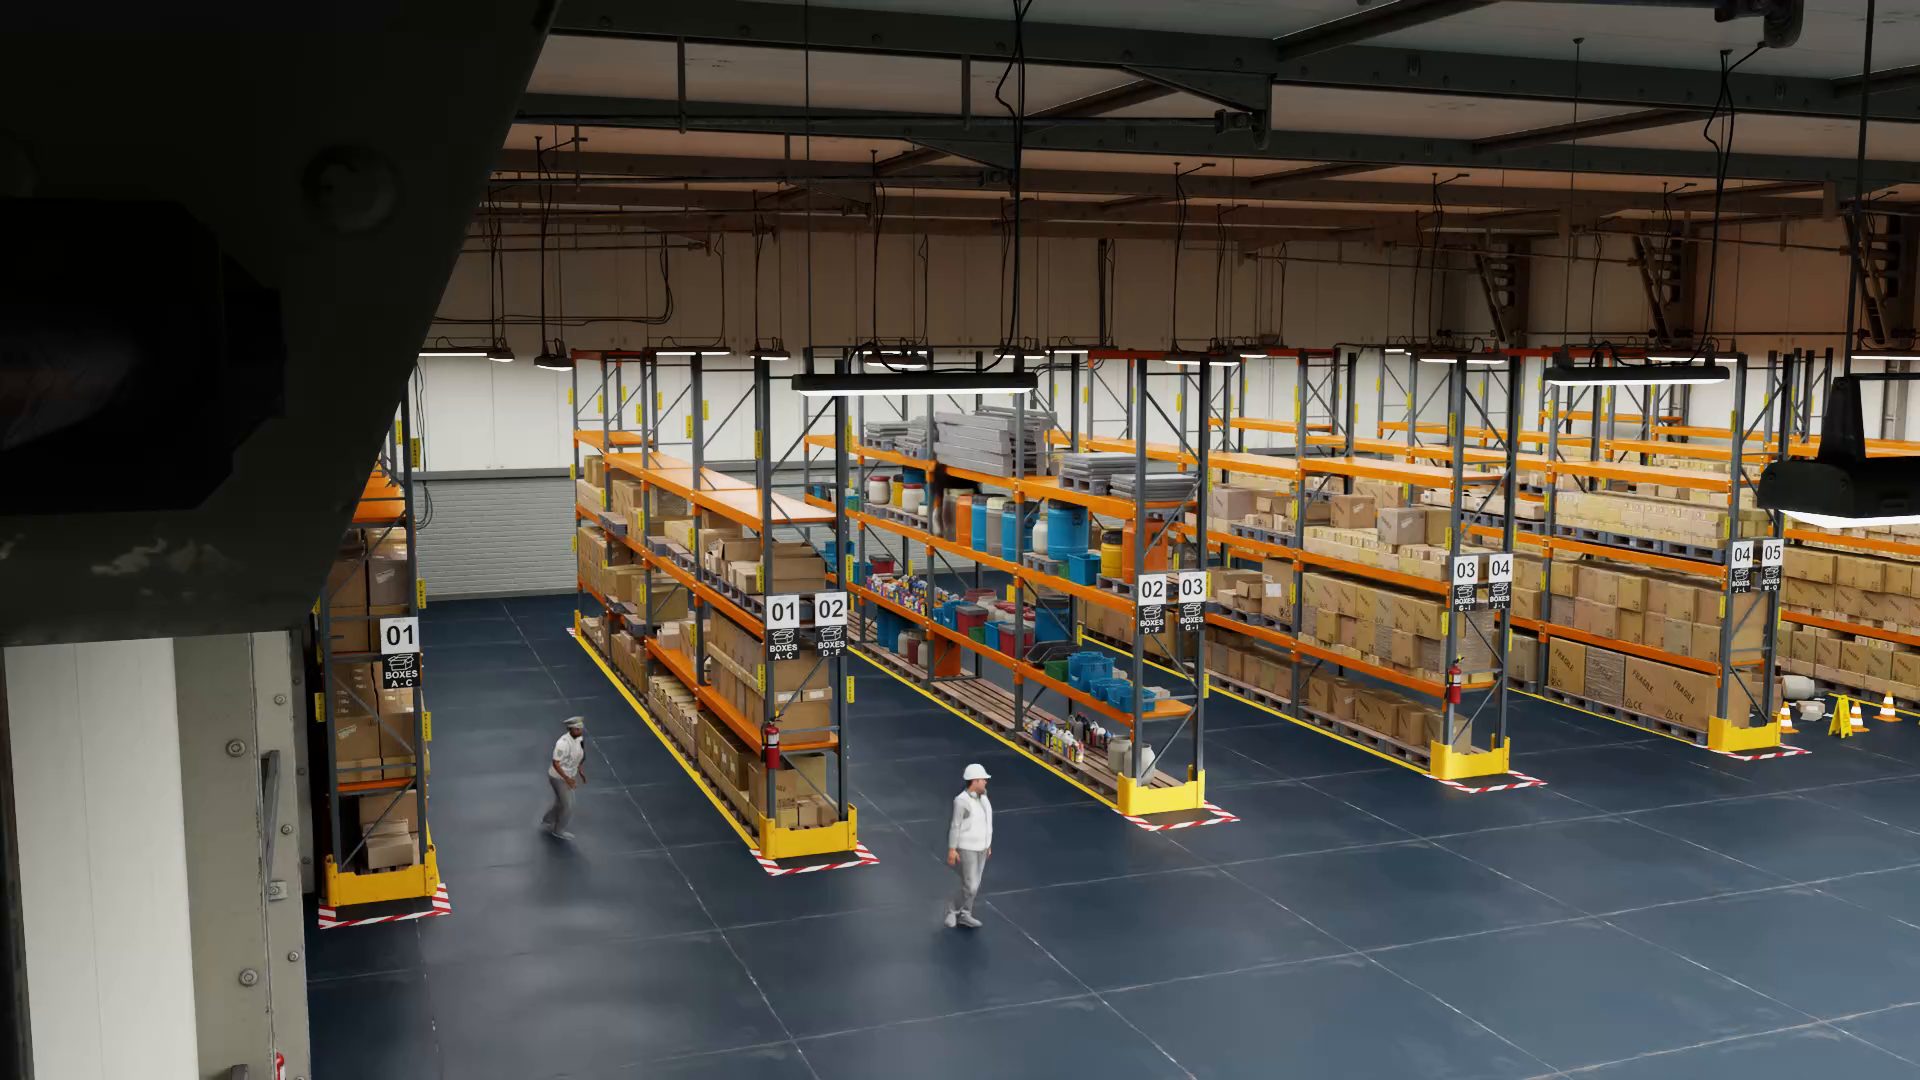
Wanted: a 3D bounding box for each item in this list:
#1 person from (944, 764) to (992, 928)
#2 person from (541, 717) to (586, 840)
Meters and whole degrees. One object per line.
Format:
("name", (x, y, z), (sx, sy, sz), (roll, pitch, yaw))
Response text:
("person", (0.091, 3.253, 17.686), (0.440, 1.763, 0.617), (5, 8, 33))
("person", (-5.000, 2.966, 20.845), (0.763, 1.614, 0.572), (2, 7, 18))
